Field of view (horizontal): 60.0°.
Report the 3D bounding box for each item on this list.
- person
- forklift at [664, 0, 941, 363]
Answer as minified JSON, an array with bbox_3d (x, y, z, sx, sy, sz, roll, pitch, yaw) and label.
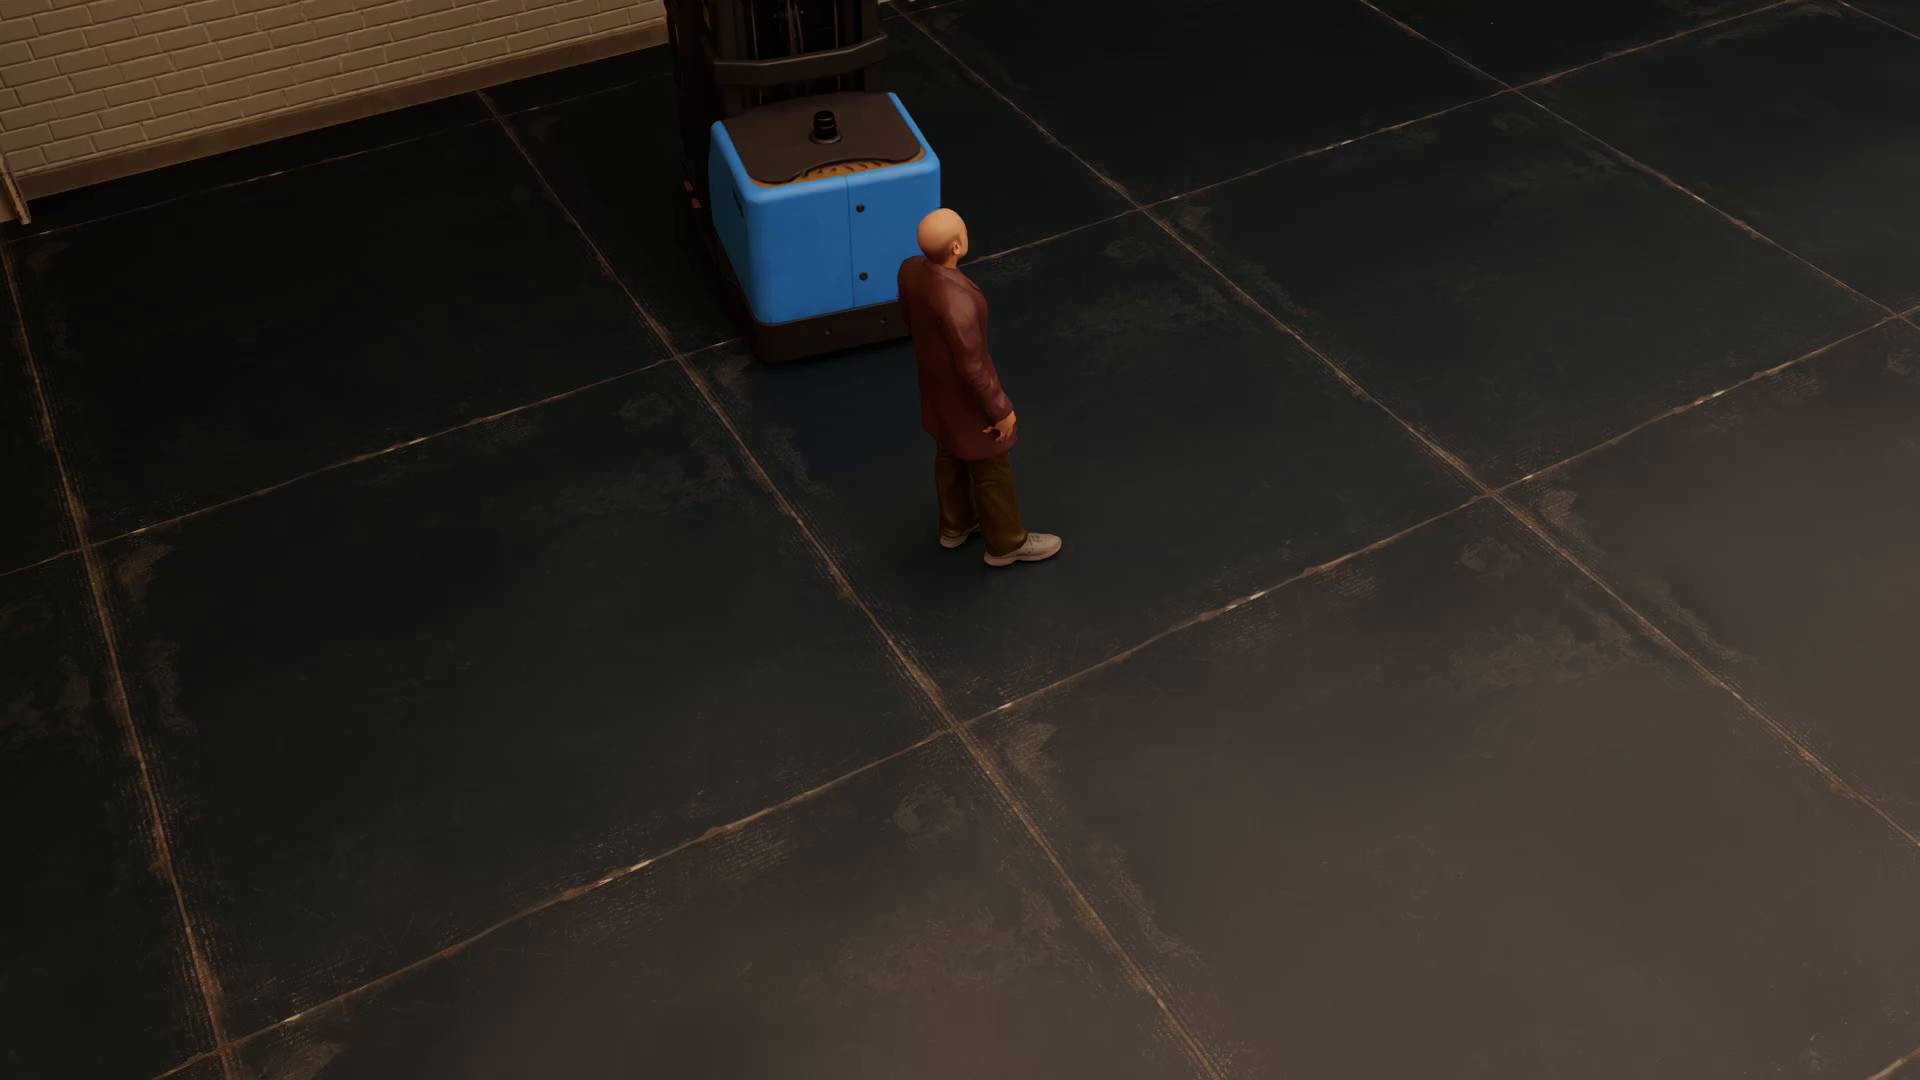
[{"bbox_3d":[0.082,-0.686,7.275,0.579,1.778,0.698,-21,47,-21],"label":"person"},{"bbox_3d":[-1.049,-3.025,8.959,1.130,2.935,3.031,-13,44,-14],"label":"forklift"}]
